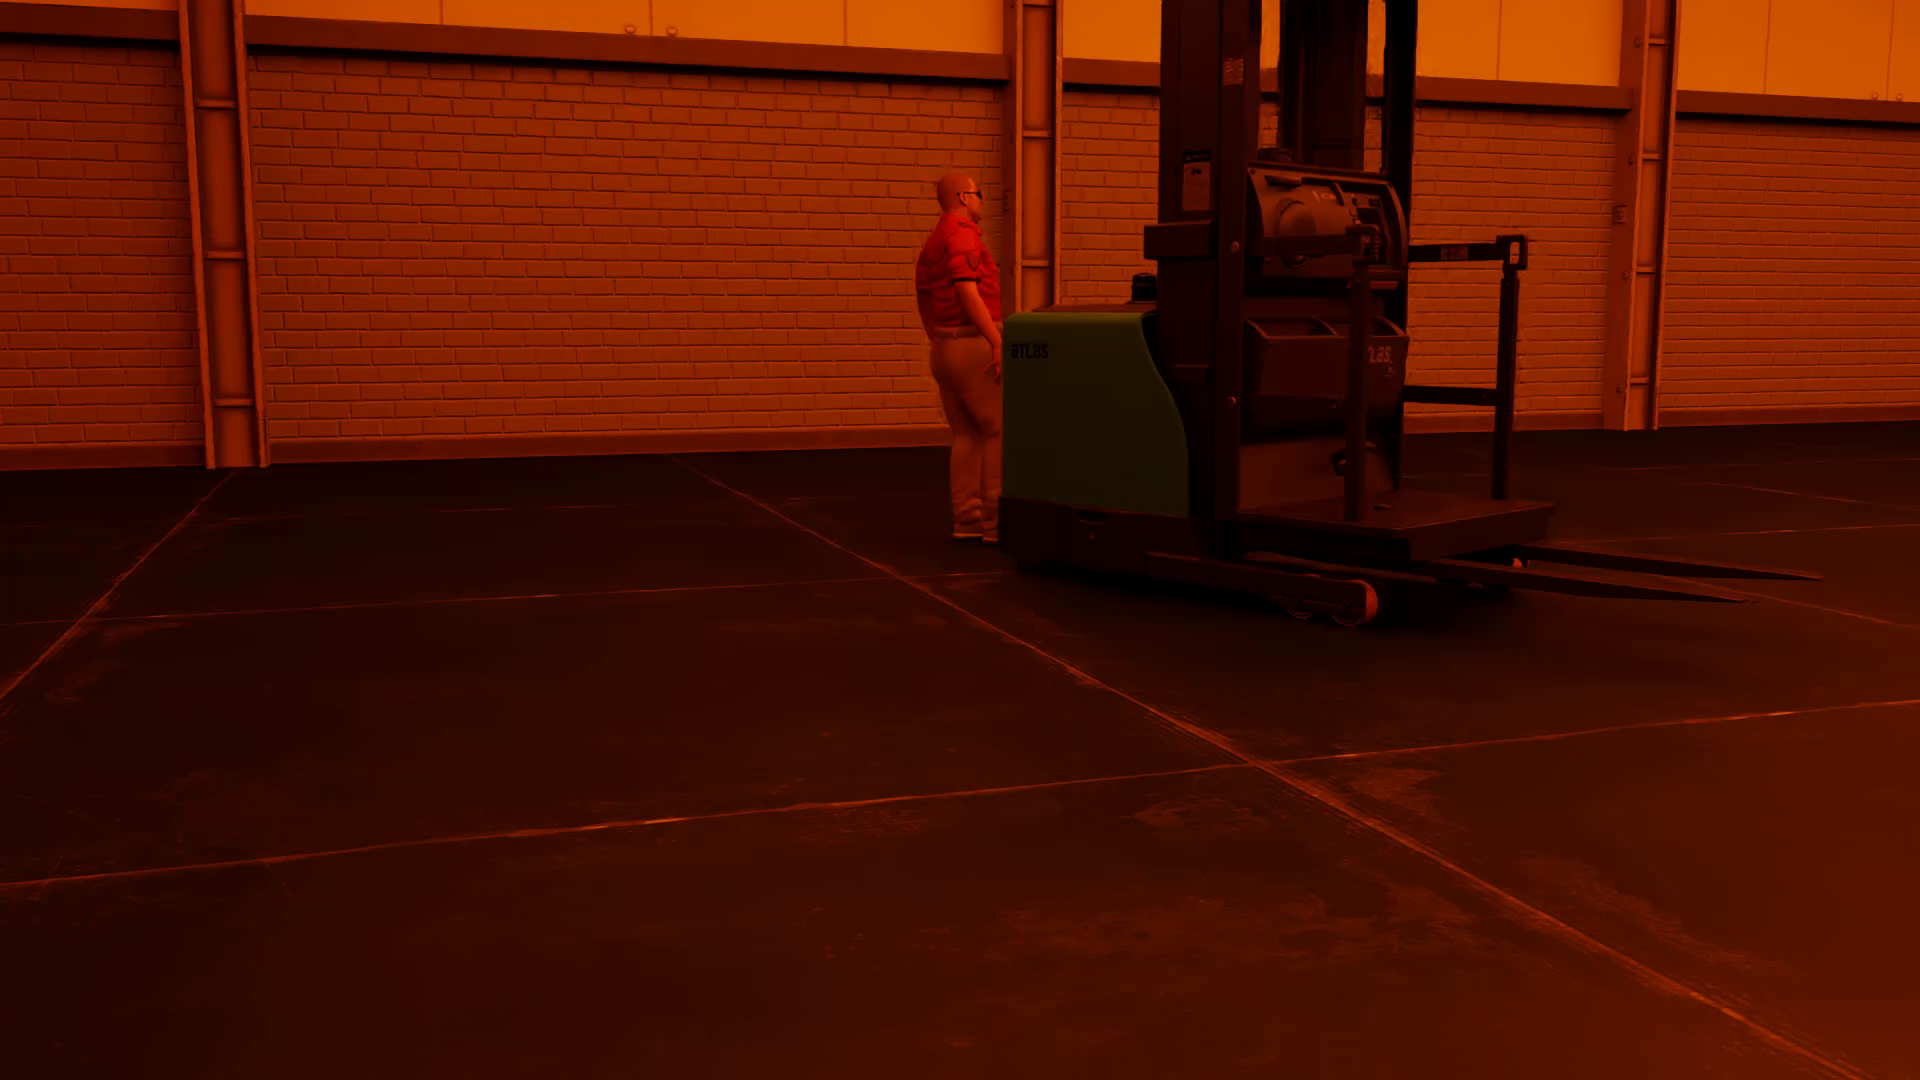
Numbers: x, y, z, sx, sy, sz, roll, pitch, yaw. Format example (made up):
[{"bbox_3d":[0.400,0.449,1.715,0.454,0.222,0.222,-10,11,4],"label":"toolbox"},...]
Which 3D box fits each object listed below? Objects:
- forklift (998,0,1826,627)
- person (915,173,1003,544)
[{"bbox_3d":[1.532,-1.230,6.094,1.130,2.935,3.031,-7,11,-42],"label":"forklift"},{"bbox_3d":[0.103,-0.853,7.830,0.494,1.717,0.659,-3,8,-20],"label":"person"}]
